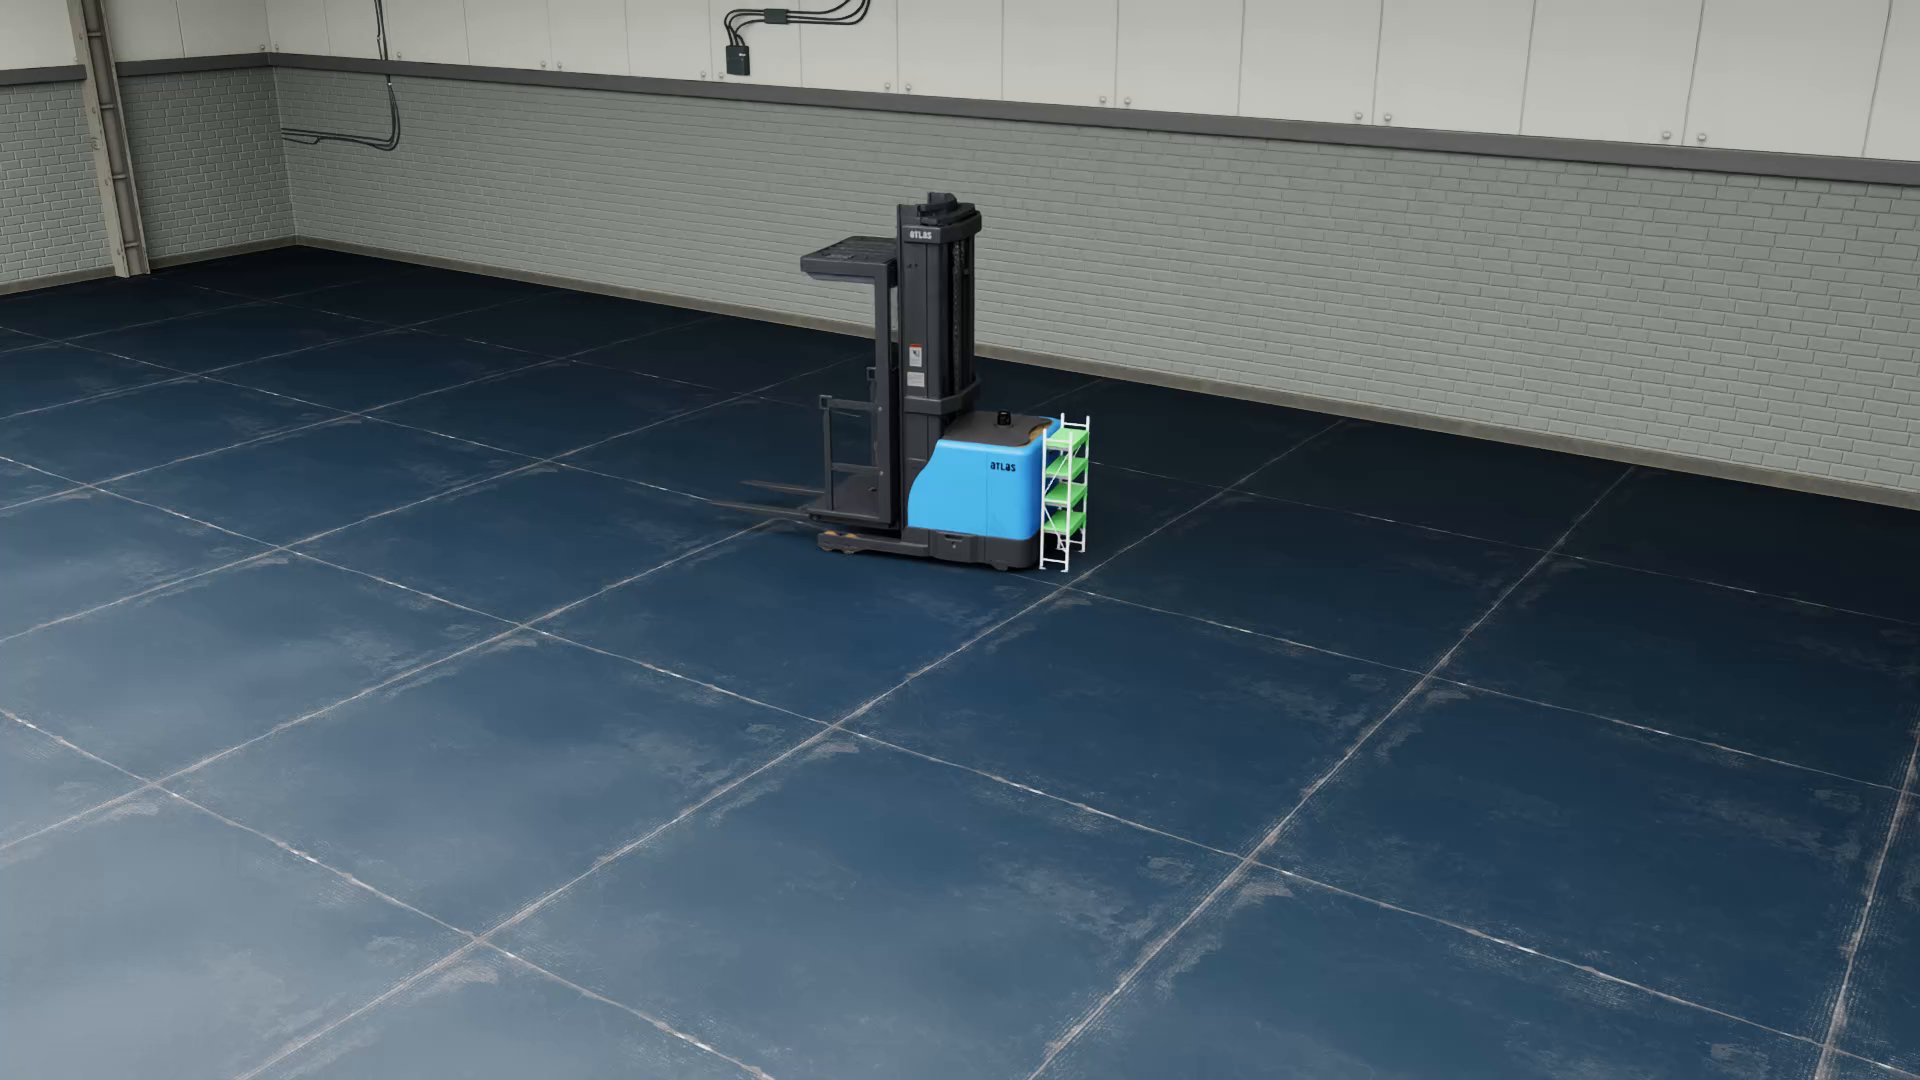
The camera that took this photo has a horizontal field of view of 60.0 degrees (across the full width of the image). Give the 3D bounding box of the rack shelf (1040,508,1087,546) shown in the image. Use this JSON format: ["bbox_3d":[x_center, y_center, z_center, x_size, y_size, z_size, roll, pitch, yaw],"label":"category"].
[{"bbox_3d":[0.863,-0.108,13.847,0.258,0.148,0.480,8,22,19],"label":"rack shelf"}]

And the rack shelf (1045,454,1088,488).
[{"bbox_3d":[0.867,-0.558,13.679,0.258,0.148,0.480,8,22,19],"label":"rack shelf"}]

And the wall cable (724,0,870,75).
[{"bbox_3d":[-2.031,-8.602,19.796,2.305,6.003,0.169,13,24,32],"label":"wall cable"}]

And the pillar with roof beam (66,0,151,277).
[{"bbox_3d":[-9.062,-7.436,21.545,9.100,9.000,0.400,13,24,32],"label":"pillar with roof beam"}]

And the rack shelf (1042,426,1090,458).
[{"bbox_3d":[0.869,-0.782,13.595,0.258,0.148,0.480,8,22,19],"label":"rack shelf"}]

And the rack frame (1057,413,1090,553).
[{"bbox_3d":[0.949,-0.472,13.955,0.240,1.200,0.015,8,22,19],"label":"rack frame"}]

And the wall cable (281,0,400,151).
[{"bbox_3d":[-9.873,-7.407,25.942,3.097,2.526,0.112,13,24,32],"label":"wall cable"}]

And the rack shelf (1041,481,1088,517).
[{"bbox_3d":[0.865,-0.333,13.763,0.258,0.148,0.480,8,22,19],"label":"rack shelf"}]

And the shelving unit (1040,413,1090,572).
[{"bbox_3d":[0.865,-0.393,13.741,0.258,1.200,0.503,8,22,19],"label":"shelving unit"}]

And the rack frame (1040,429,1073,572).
[{"bbox_3d":[0.781,-0.313,13.526,0.240,1.200,0.015,8,22,19],"label":"rack frame"}]

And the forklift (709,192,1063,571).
[{"bbox_3d":[-0.681,-1.420,14.027,3.031,2.935,1.130,7,22,19],"label":"forklift"}]
